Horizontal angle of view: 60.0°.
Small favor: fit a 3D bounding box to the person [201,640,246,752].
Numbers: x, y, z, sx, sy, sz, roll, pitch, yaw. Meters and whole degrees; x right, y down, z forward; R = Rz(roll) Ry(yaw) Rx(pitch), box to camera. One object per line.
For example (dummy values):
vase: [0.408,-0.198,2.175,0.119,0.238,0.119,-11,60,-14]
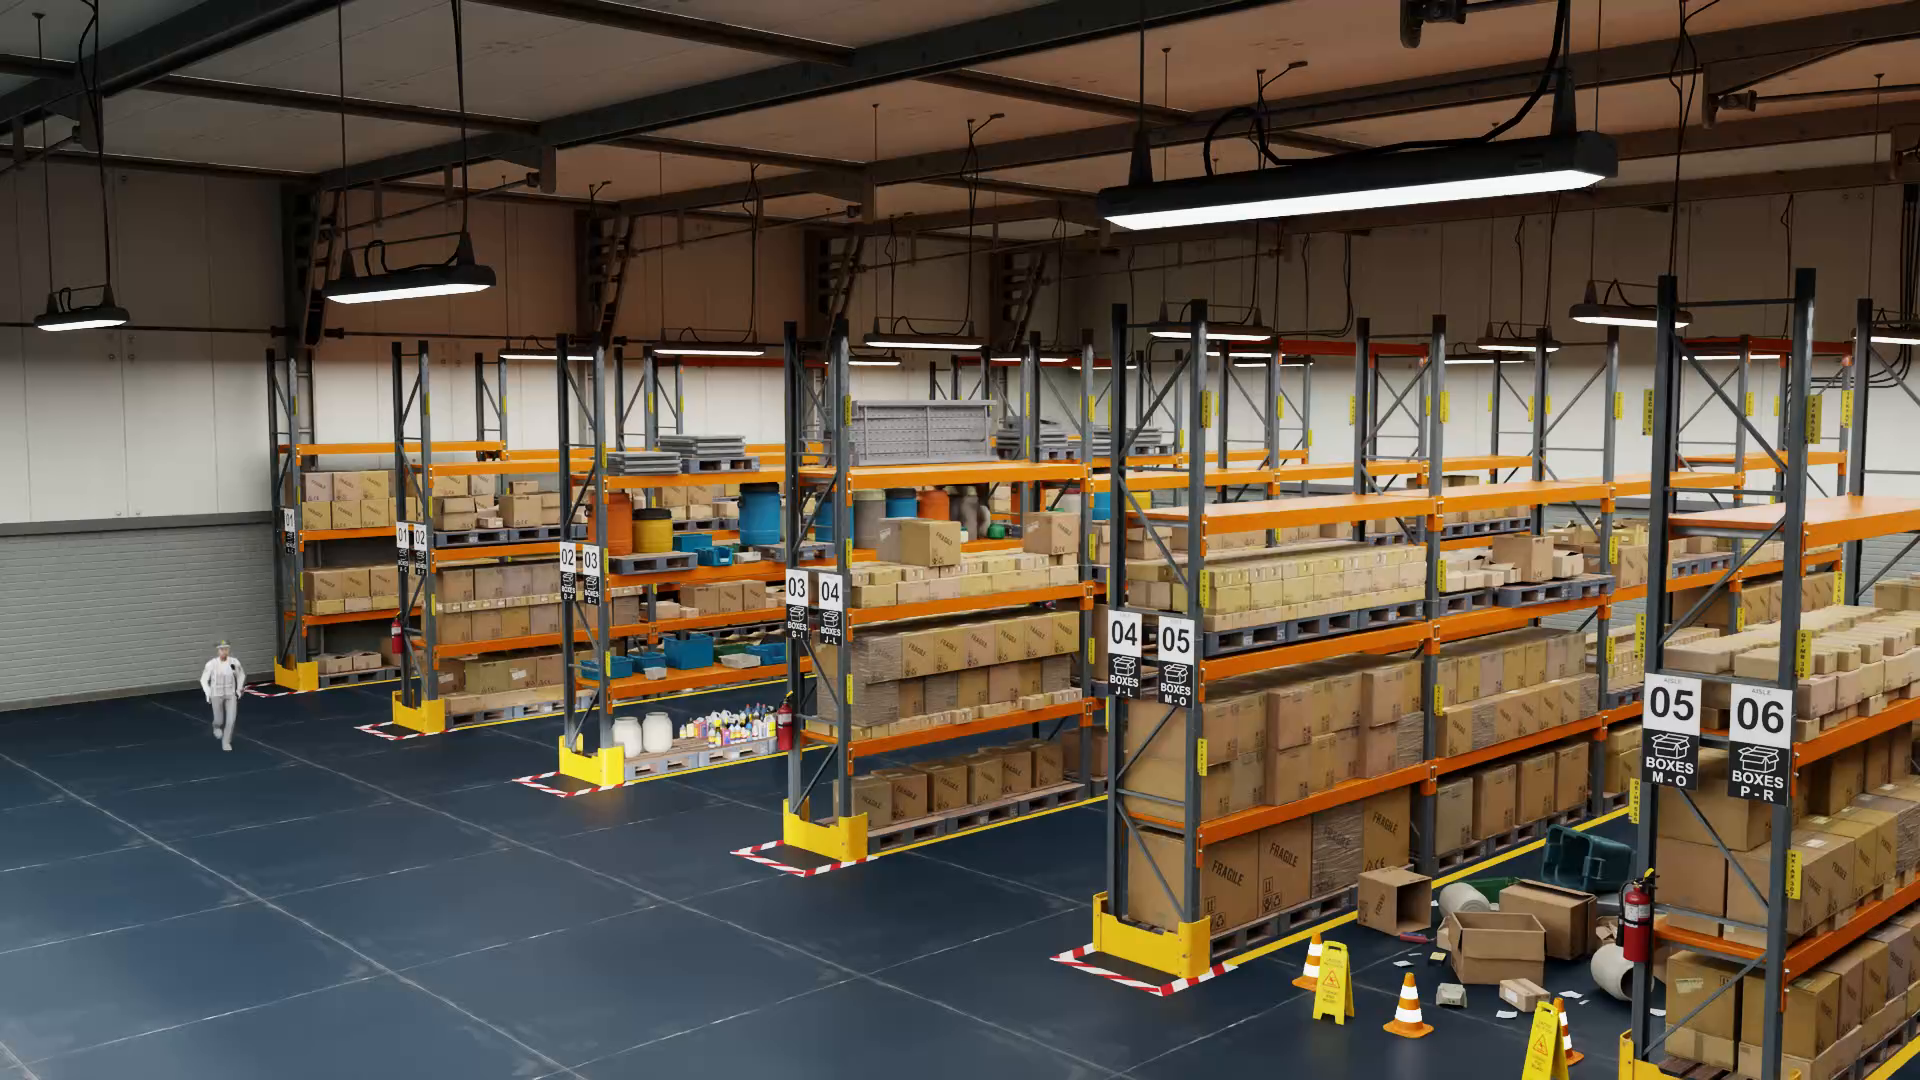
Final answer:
person: [-10.766,2.254,24.293,0.580,1.640,0.544,-3,6,-29]
